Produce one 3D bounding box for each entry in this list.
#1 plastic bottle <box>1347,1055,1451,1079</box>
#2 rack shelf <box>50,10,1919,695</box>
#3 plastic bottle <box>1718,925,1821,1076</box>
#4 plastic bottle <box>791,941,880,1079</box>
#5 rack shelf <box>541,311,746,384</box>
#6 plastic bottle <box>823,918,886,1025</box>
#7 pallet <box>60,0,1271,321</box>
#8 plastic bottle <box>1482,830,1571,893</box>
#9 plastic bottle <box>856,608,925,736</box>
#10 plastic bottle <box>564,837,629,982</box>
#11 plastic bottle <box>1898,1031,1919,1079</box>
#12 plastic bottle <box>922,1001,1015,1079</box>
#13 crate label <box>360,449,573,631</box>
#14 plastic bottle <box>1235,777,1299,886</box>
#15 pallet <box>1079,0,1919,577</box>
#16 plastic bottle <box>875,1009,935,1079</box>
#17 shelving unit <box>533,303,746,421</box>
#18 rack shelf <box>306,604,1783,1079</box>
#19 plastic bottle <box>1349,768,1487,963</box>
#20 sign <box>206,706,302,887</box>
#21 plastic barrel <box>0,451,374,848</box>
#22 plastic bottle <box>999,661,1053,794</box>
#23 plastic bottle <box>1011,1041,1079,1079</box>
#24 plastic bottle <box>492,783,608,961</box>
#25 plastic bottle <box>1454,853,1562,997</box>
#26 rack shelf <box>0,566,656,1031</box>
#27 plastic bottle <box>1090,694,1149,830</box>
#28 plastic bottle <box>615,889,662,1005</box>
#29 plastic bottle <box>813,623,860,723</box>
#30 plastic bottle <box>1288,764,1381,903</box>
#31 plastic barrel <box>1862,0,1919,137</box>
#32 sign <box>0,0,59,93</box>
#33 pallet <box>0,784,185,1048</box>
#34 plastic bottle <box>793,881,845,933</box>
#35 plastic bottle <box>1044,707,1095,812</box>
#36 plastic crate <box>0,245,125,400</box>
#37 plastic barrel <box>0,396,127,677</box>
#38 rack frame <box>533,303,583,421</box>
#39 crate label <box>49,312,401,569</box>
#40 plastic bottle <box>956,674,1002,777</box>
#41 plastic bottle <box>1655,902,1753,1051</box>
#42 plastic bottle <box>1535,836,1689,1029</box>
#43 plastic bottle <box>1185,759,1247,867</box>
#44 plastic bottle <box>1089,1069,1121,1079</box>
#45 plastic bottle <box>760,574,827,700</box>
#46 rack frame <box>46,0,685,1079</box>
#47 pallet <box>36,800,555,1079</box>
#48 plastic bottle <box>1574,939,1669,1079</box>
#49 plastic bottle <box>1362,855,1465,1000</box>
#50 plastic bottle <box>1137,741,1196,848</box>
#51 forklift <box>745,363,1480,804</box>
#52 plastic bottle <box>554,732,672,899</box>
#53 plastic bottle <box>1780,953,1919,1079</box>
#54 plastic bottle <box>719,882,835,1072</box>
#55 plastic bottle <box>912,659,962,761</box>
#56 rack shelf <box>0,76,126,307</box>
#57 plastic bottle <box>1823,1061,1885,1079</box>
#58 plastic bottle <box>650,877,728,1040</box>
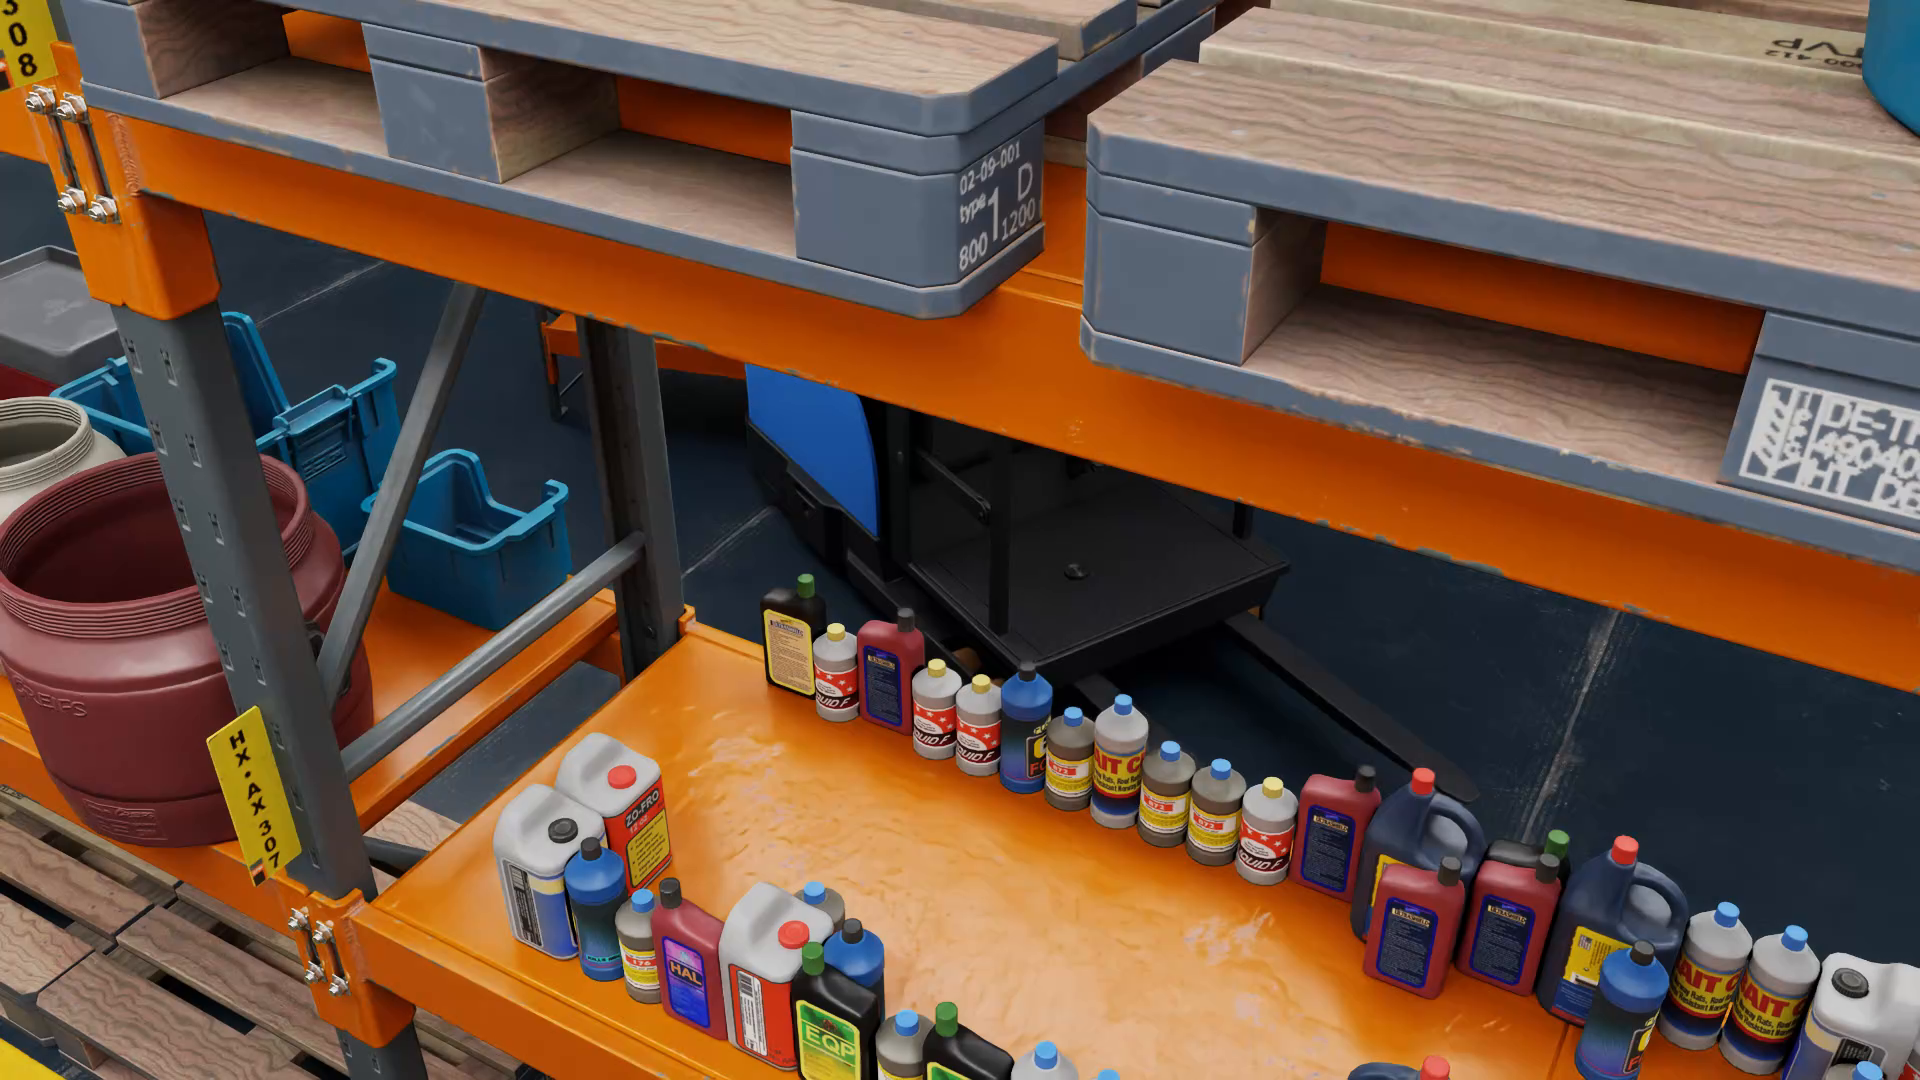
[{"bbox_3d":[0.616,0.841,2.325,0.185,0.351,0.144,18,37,24],"label":"plastic bottle"},{"bbox_3d":[0.838,-0.170,1.742,4.000,0.370,1.077,18,37,24],"label":"rack shelf"},{"bbox_3d":[1.269,0.708,2.596,0.097,0.271,0.097,0,34,0],"label":"plastic bottle"},{"bbox_3d":[-0.188,0.738,2.541,0.133,0.283,0.061,18,37,24],"label":"plastic bottle"},{"bbox_3d":[-1.152,-0.827,6.919,1.000,0.278,0.538,9,35,13],"label":"rack shelf"},{"bbox_3d":[-0.165,0.700,2.609,0.097,0.271,0.097,0,34,0],"label":"plastic bottle"},{"bbox_3d":[-0.283,-0.684,2.034,1.213,0.211,1.003,18,37,24],"label":"pallet"},{"bbox_3d":[0.933,0.585,2.770,0.133,0.283,0.061,18,37,24],"label":"plastic bottle"},{"bbox_3d":[-0.136,0.247,3.278,0.133,0.283,0.061,18,37,24],"label":"plastic bottle"},{"bbox_3d":[-0.597,0.602,2.756,0.097,0.271,0.097,0,34,0],"label":"plastic bottle"},{"bbox_3d":[1.470,0.801,2.520,0.097,0.201,0.097,0,34,0],"label":"plastic bottle"},{"bbox_3d":[0.012,0.802,2.445,0.133,0.283,0.061,18,37,24],"label":"plastic bottle"},{"bbox_3d":[-1.079,0.002,3.691,0.416,0.233,0.303,18,37,24],"label":"crate label"},{"bbox_3d":[0.547,0.509,2.959,0.097,0.201,0.097,0,34,0],"label":"plastic bottle"},{"bbox_3d":[0.859,-0.320,1.488,1.213,0.211,1.003,18,37,24],"label":"pallet"},{"bbox_3d":[-0.079,0.795,2.529,0.097,0.201,0.097,0,34,0],"label":"plastic bottle"},{"bbox_3d":[-1.152,-1.031,6.783,1.048,1.125,0.538,9,35,13],"label":"shelving unit"},{"bbox_3d":[0.838,1.078,2.573,4.000,0.370,1.077,18,37,24],"label":"rack shelf"},{"bbox_3d":[0.774,0.533,2.787,0.185,0.351,0.144,18,37,24],"label":"plastic bottle"},{"bbox_3d":[-1.166,0.428,2.754,0.005,0.325,0.100,18,37,24],"label":"sign"},{"bbox_3d":[-1.452,0.190,3.135,0.708,0.536,0.600,18,37,24],"label":"plastic barrel"},{"bbox_3d":[0.124,0.346,3.140,0.097,0.271,0.097,0,34,0],"label":"plastic bottle"},{"bbox_3d":[0.121,0.829,2.414,0.097,0.271,0.097,0,34,0],"label":"plastic bottle"},{"bbox_3d":[-0.684,0.555,2.822,0.135,0.276,0.152,18,37,24],"label":"plastic bottle"},{"bbox_3d":[0.902,0.615,2.726,0.133,0.283,0.061,18,37,24],"label":"plastic bottle"},{"bbox_3d":[-2.635,-0.022,4.225,4.000,0.370,1.077,18,37,24],"label":"rack shelf"},{"bbox_3d":[0.294,0.399,3.060,0.097,0.271,0.097,0,34,0],"label":"plastic bottle"},{"bbox_3d":[-0.512,0.658,2.735,0.097,0.201,0.097,0,34,0],"label":"plastic bottle"},{"bbox_3d":[-0.245,0.258,3.335,0.097,0.201,0.097,0,34,0],"label":"plastic bottle"},{"bbox_3d":[0.656,0.498,2.902,0.133,0.283,0.061,18,37,24],"label":"plastic bottle"},{"bbox_3d":[1.016,-0.699,1.056,0.708,0.901,0.600,18,37,24],"label":"plastic barrel"},{"bbox_3d":[-1.166,-0.709,1.997,0.005,0.325,0.100,18,37,24],"label":"sign"},{"bbox_3d":[-2.607,0.822,4.826,1.213,0.211,1.003,18,37,24],"label":"pallet"},{"bbox_3d":[-0.236,0.648,2.749,0.097,0.201,0.097,0,34,0],"label":"plastic bottle"},{"bbox_3d":[0.209,0.402,3.120,0.097,0.201,0.097,0,34,0],"label":"plastic bottle"},{"bbox_3d":[-2.150,-0.389,4.071,0.583,0.464,0.402,18,37,24],"label":"plastic crate"},{"bbox_3d":[-1.898,0.002,3.439,0.421,0.512,0.421,0,34,0],"label":"plastic barrel"},{"bbox_3d":[-1.642,-1.106,6.896,0.032,1.125,0.500,9,35,13],"label":"rack frame"},{"bbox_3d":[-1.627,-0.189,3.796,0.616,0.435,0.502,18,37,24],"label":"crate label"},{"bbox_3d":[0.040,0.348,3.200,0.097,0.201,0.097,0,34,0],"label":"plastic bottle"},{"bbox_3d":[1.184,0.682,2.636,0.097,0.271,0.097,0,34,0],"label":"plastic bottle"},{"bbox_3d":[1.050,0.621,2.656,0.185,0.351,0.144,18,37,24],"label":"plastic bottle"},{"bbox_3d":[0.463,0.482,2.999,0.097,0.201,0.097,0,34,0],"label":"plastic bottle"},{"bbox_3d":[0.206,0.856,2.374,0.097,0.271,0.097,0,34,0],"label":"plastic bottle"},{"bbox_3d":[-0.336,0.183,3.374,0.133,0.283,0.061,18,37,24],"label":"plastic bottle"},{"bbox_3d":[-0.899,0.229,3.200,0.127,3.000,1.000,18,37,24],"label":"rack frame"},{"bbox_3d":[-1.552,1.158,4.321,1.213,0.211,1.003,18,37,24],"label":"pallet"},{"bbox_3d":[1.028,0.724,2.572,0.097,0.271,0.097,0,34,0],"label":"plastic bottle"},{"bbox_3d":[0.745,0.618,2.721,0.133,0.283,0.061,18,37,24],"label":"plastic bottle"},{"bbox_3d":[0.378,0.455,3.039,0.097,0.201,0.097,0,34,0],"label":"plastic bottle"},{"bbox_3d":[0.391,-0.910,4.972,1.130,2.935,3.031,-20,38,-27],"label":"forklift"},{"bbox_3d":[-0.608,0.482,2.932,0.135,0.276,0.152,18,37,24],"label":"plastic bottle"},{"bbox_3d":[1.356,0.752,2.527,0.135,0.276,0.152,18,37,24],"label":"plastic bottle"},{"bbox_3d":[-0.282,0.682,2.631,0.135,0.276,0.152,18,37,24],"label":"plastic bottle"},{"bbox_3d":[-0.045,0.322,3.240,0.097,0.201,0.097,0,34,0],"label":"plastic bottle"},{"bbox_3d":[-2.635,-1.270,3.394,4.000,0.370,1.077,18,37,24],"label":"rack shelf"},{"bbox_3d":[1.310,0.848,2.450,0.097,0.201,0.097,0,34,0],"label":"plastic bottle"},{"bbox_3d":[-0.421,0.664,2.651,0.133,0.283,0.061,18,37,24],"label":"plastic bottle"}]
